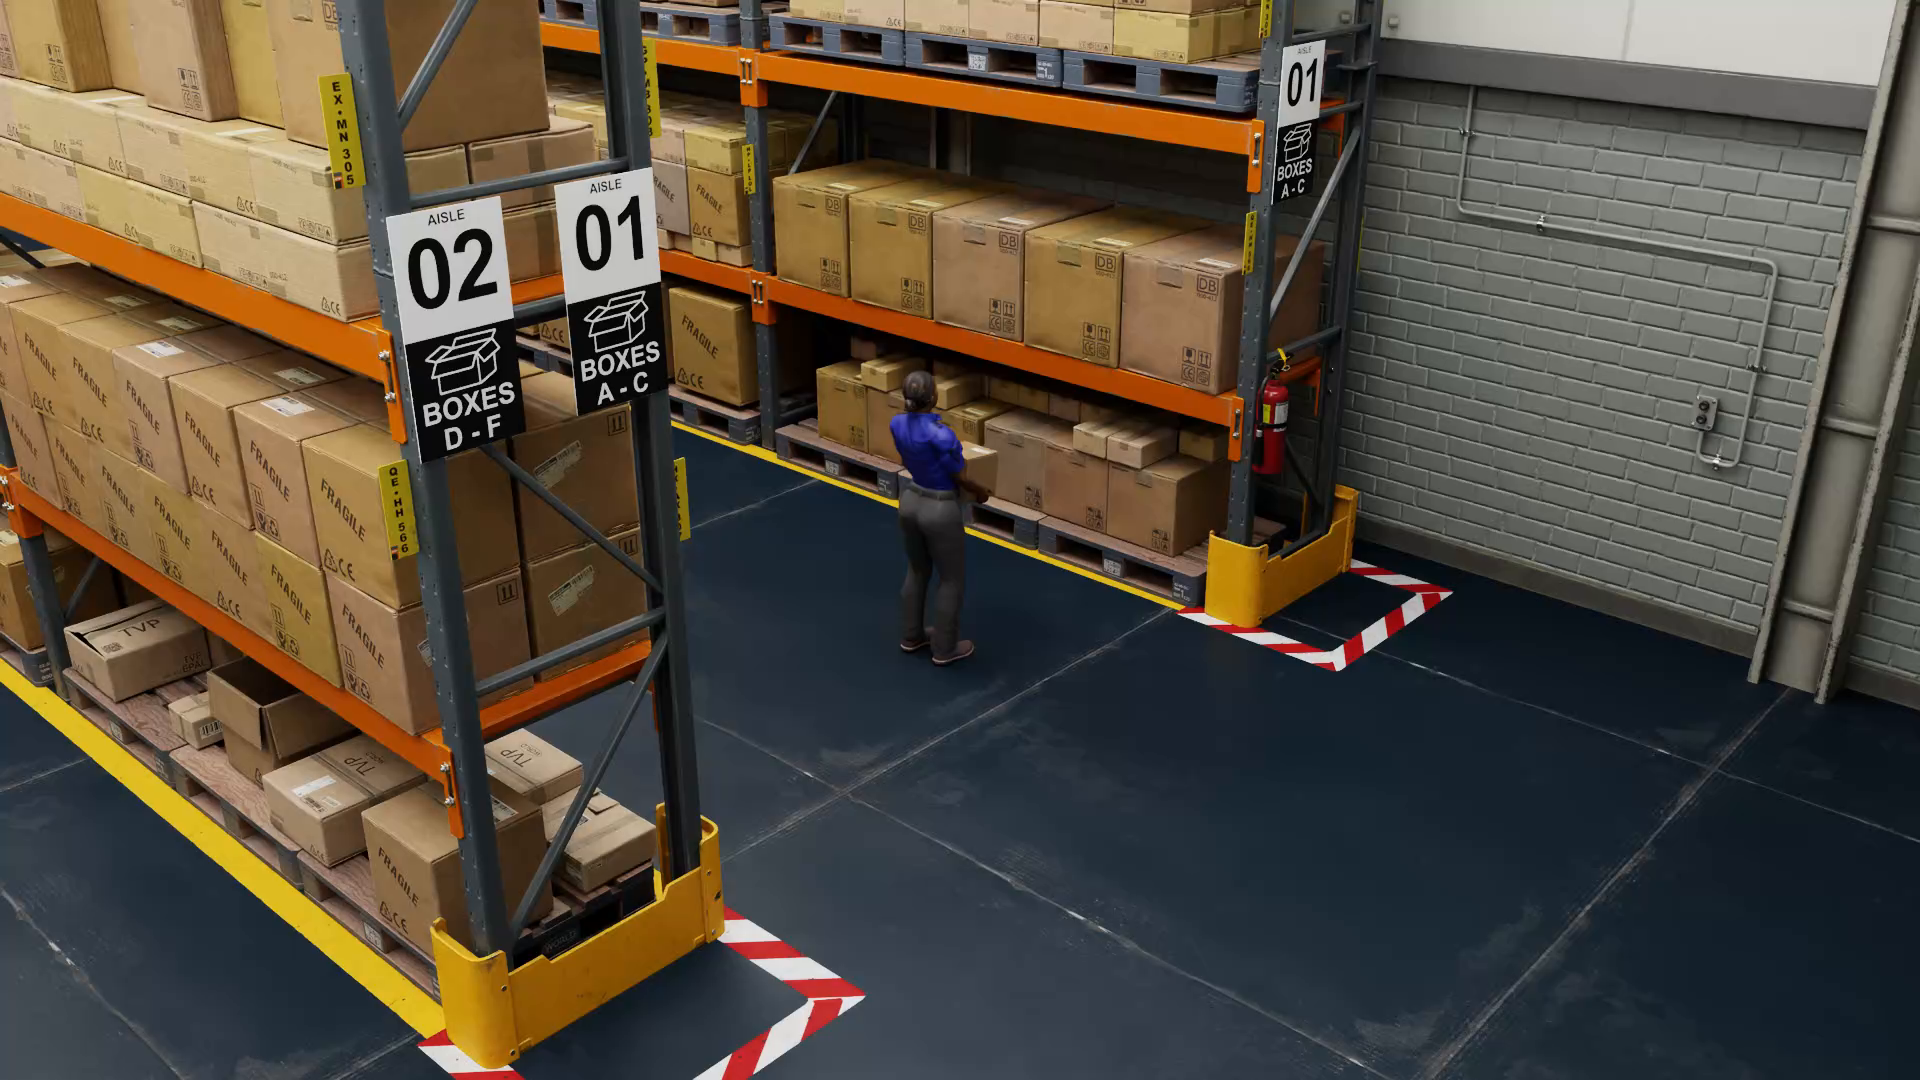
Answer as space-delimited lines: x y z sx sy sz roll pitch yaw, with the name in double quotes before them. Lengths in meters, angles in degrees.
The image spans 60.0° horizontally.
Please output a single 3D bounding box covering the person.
"person" -0.100 -0.154 8.965 0.450 1.646 0.517 20 31 38
